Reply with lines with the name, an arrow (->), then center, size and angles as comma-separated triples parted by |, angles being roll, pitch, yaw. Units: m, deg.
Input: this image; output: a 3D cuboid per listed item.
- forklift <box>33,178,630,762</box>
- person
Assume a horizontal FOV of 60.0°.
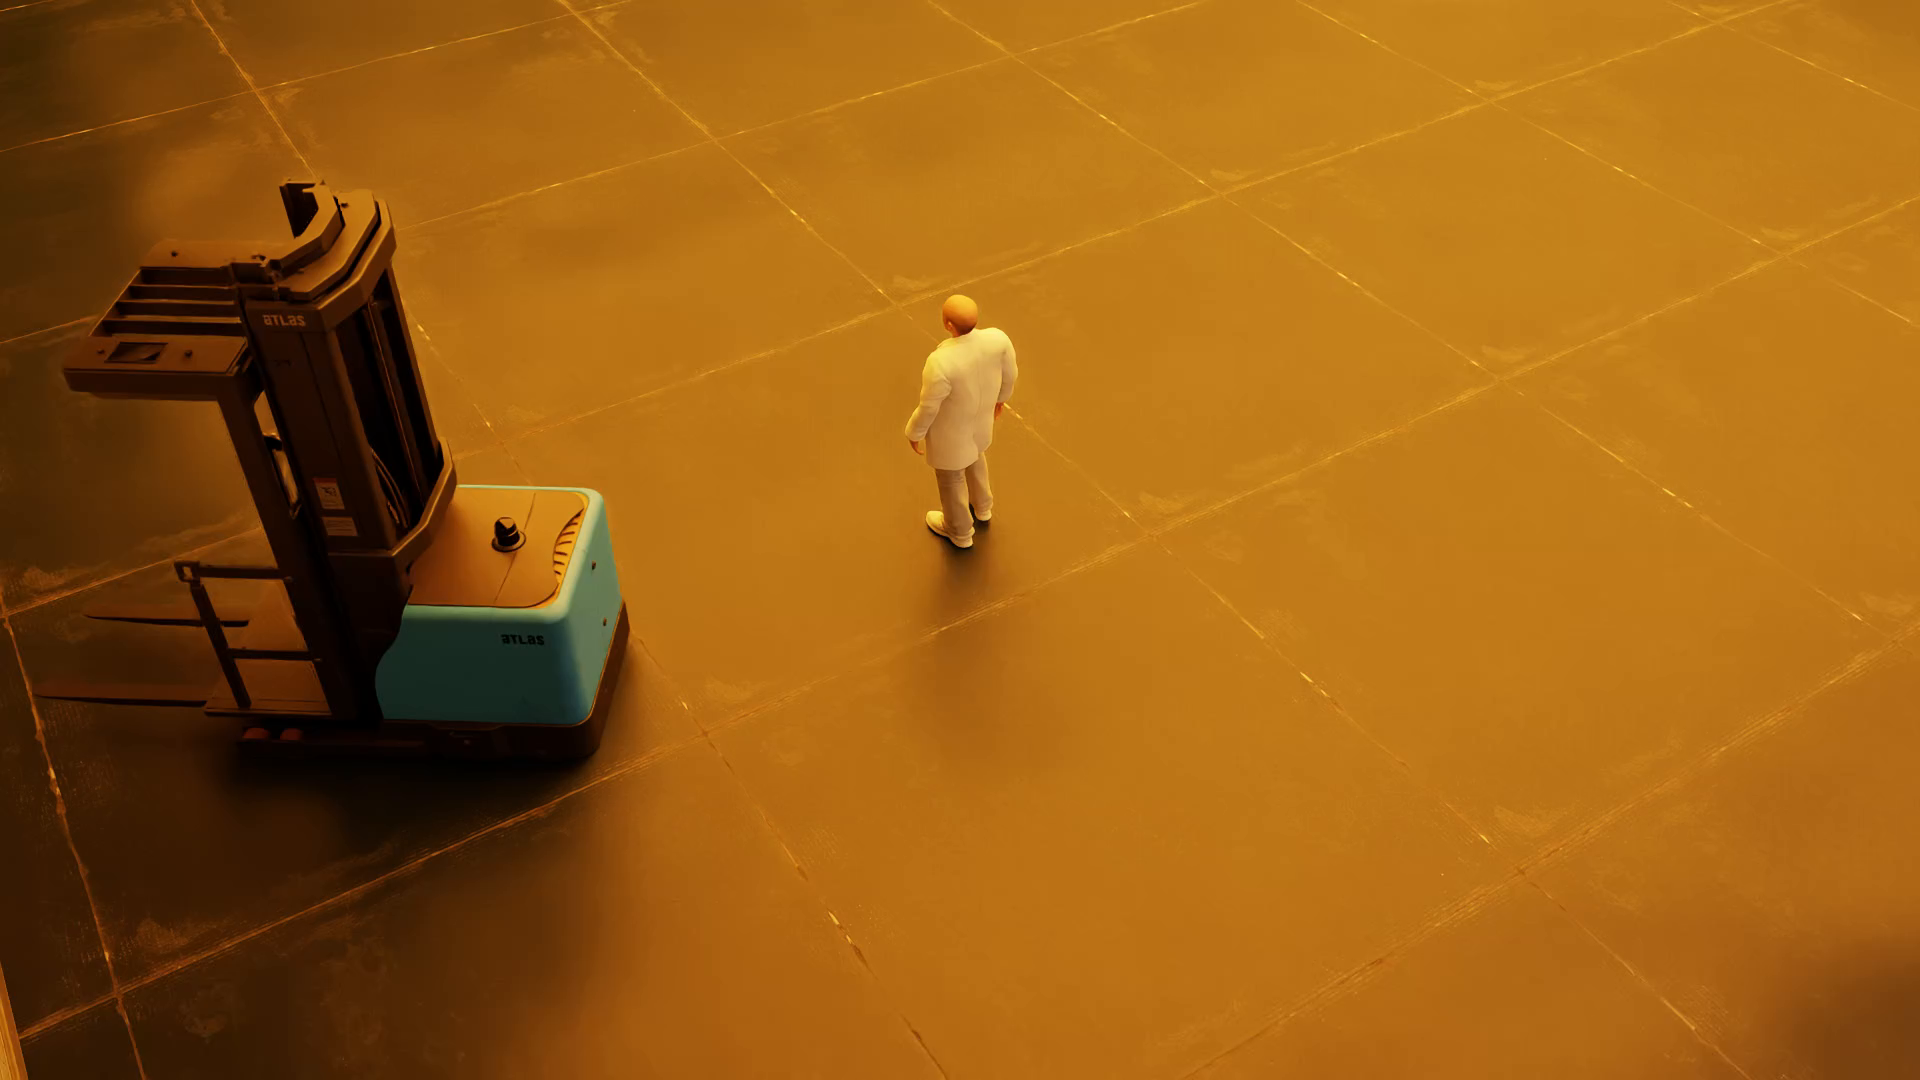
forklift -> -3.399, -0.296, 8.210 | 3.031, 2.935, 1.130 | 2, 41, 2
person -> -0.045, -0.727, 9.568 | 0.696, 1.775, 0.582 | -23, 46, -24
